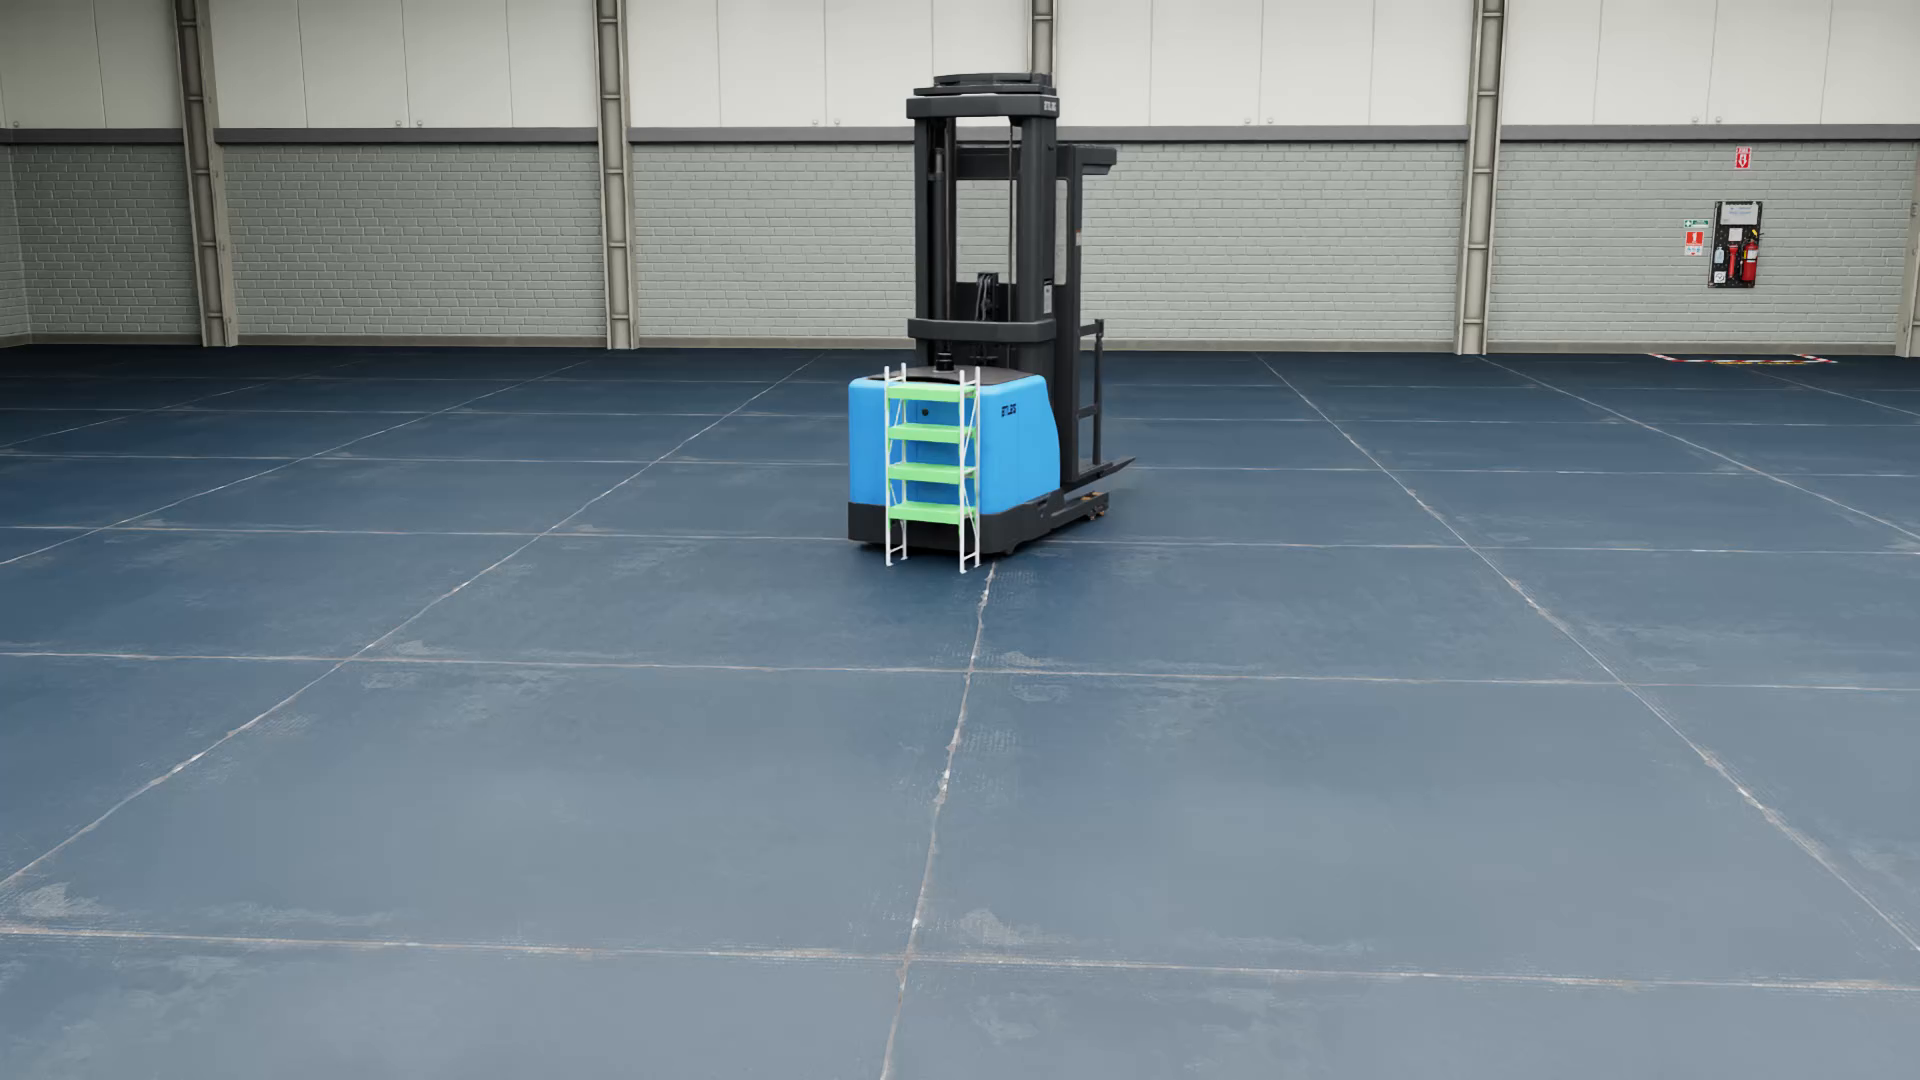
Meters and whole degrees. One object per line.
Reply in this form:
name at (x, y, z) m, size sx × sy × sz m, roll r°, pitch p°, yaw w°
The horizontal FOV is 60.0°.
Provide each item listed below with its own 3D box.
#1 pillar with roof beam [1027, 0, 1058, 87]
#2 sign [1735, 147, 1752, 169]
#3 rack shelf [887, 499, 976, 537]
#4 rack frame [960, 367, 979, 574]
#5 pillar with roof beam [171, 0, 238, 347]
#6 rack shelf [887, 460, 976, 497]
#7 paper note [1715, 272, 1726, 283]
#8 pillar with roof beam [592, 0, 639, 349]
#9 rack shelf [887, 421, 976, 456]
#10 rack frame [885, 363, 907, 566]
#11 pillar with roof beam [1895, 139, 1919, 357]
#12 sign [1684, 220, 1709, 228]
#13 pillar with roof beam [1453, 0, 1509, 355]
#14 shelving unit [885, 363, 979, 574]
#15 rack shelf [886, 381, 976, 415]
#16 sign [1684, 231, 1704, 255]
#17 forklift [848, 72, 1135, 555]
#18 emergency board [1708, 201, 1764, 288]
pillar with roof beam at (0.840, -6.213, 18.493) m, size 0.400 × 9.000 × 9.100 m, roll 1°, pitch 12°, yaw 4°
sign at (10.636, -5.189, 22.586) m, size 0.199 × 0.298 × 0.001 m, roll 1°, pitch 12°, yaw 4°
rack shelf at (-0.164, -0.133, 9.958) m, size 0.480 × 0.148 × 0.258 m, roll 5°, pitch 13°, yaw 24°
rack frame at (0.058, -0.409, 9.795) m, size 0.015 × 1.200 × 0.240 m, roll 5°, pitch 13°, yaw 24°
pillar with roof beam at (-11.133, -6.378, 19.278) m, size 0.400 × 9.000 × 9.100 m, roll 1°, pitch 12°, yaw 4°
rack shelf at (-0.164, -0.368, 9.909) m, size 0.480 × 0.148 × 0.258 m, roll 5°, pitch 13°, yaw 24°
paper note at (10.466, -3.619, 22.895) m, size 0.142 × 0.148 × 0.016 m, roll 1°, pitch 12°, yaw 4°
pillar with roof beam at (-5.147, -6.295, 18.886) m, size 0.400 × 9.000 × 9.100 m, roll 1°, pitch 12°, yaw 4°
rack shelf at (-0.164, -0.603, 9.859) m, size 0.480 × 0.148 × 0.258 m, roll 5°, pitch 13°, yaw 24°
rack frame at (-0.385, -0.452, 9.996) m, size 0.015 × 1.200 × 0.240 m, roll 5°, pitch 13°, yaw 24°
pillar with roof beam at (12.813, -6.049, 17.708) m, size 0.400 × 9.000 × 9.100 m, roll 1°, pitch 12°, yaw 4°
sign at (10.097, -4.337, 22.796) m, size 0.331 × 0.109 × 0.001 m, roll 1°, pitch 12°, yaw 4°
pillar with roof beam at (6.827, -6.131, 18.101) m, size 0.400 × 9.000 × 9.100 m, roll 1°, pitch 12°, yaw 4°
shelving unit at (-0.164, -0.430, 9.895) m, size 0.503 × 1.200 × 0.258 m, roll 5°, pitch 13°, yaw 24°
rack shelf at (-0.164, -0.838, 9.810) m, size 0.480 × 0.148 × 0.258 m, roll 5°, pitch 13°, yaw 24°
sign at (10.093, -4.080, 22.859) m, size 0.234 × 0.329 × 0.001 m, roll 1°, pitch 12°, yaw 4°
forklift at (0.387, -1.600, 11.260) m, size 1.130 × 2.935 × 3.031 m, roll 6°, pitch 13°, yaw 25°
emergency board at (10.638, -4.034, 22.726) m, size 0.643 × 1.169 × 0.194 m, roll 1°, pitch 12°, yaw 4°
